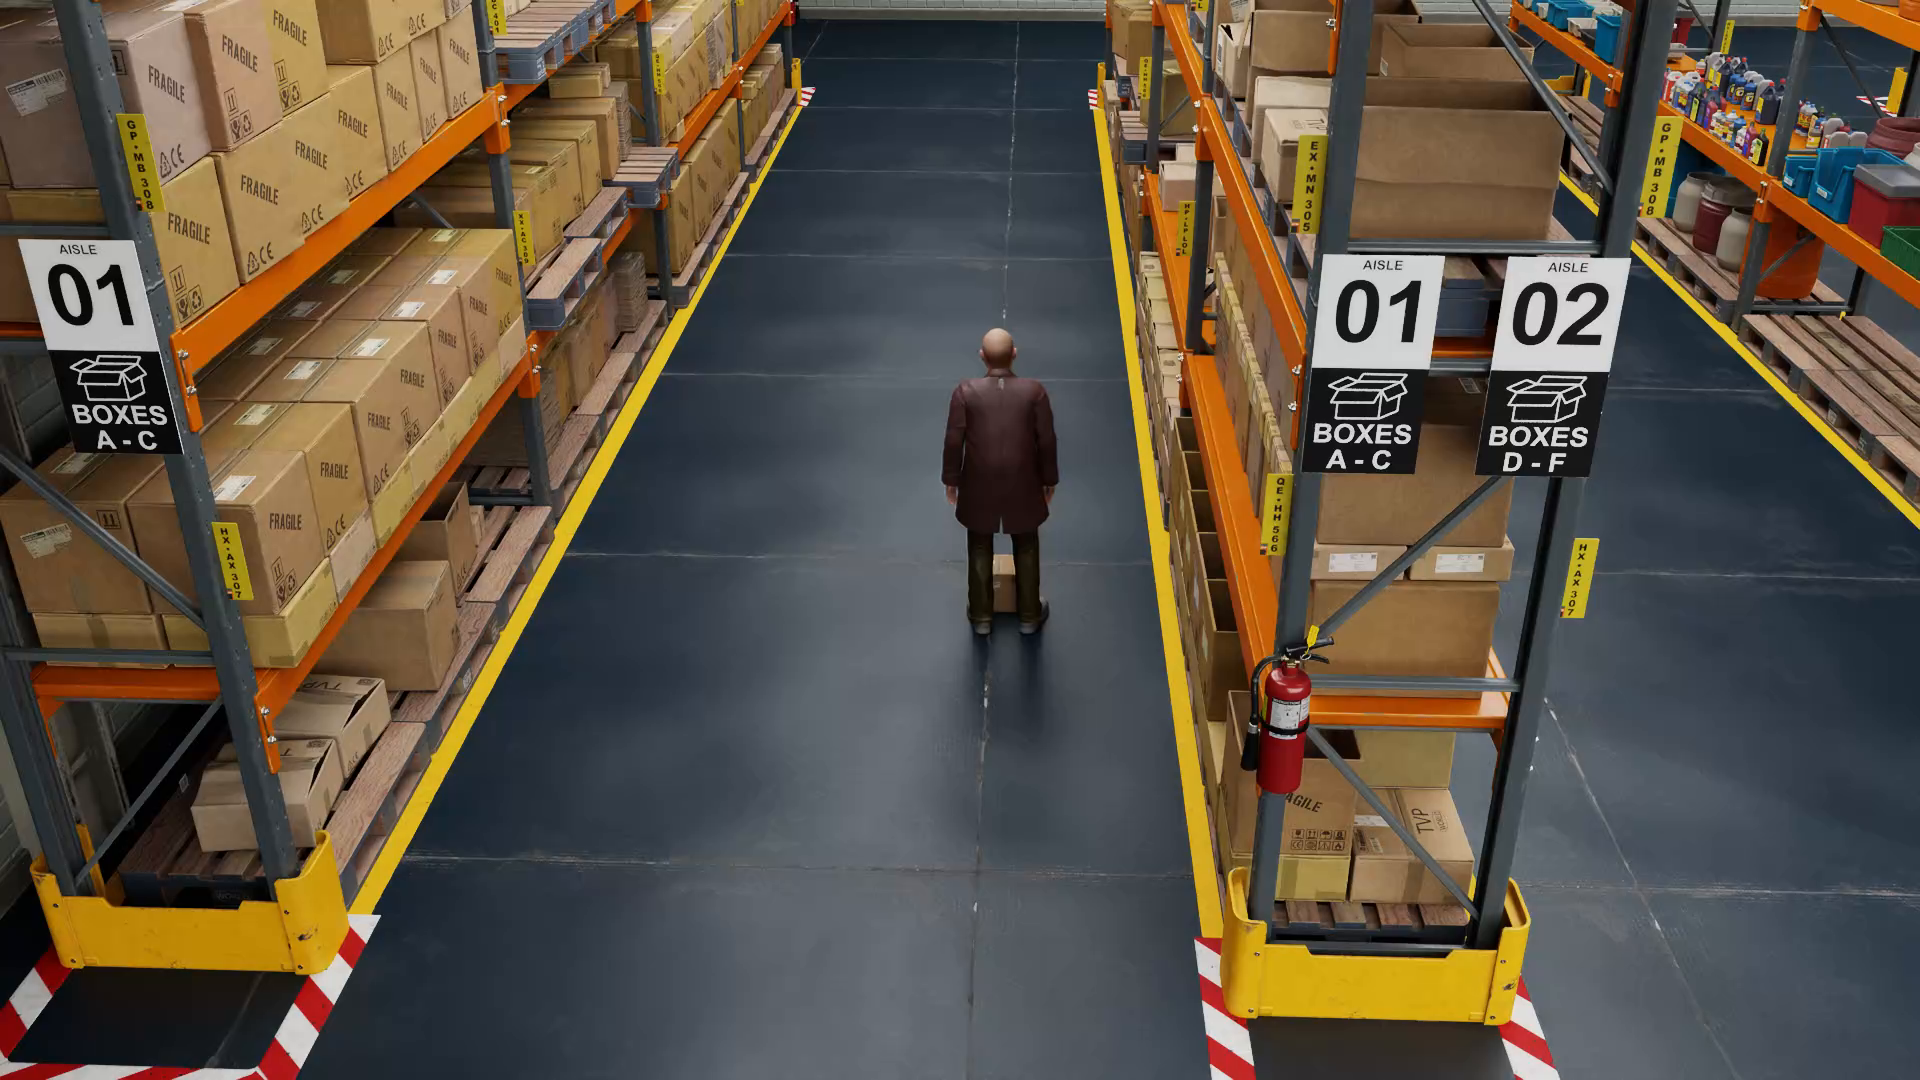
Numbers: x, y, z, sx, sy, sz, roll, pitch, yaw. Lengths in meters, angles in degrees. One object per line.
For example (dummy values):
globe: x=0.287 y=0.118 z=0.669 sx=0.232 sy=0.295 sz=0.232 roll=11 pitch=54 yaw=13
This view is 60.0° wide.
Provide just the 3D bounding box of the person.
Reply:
person: x=0.224 y=-0.311 z=9.231 sx=0.654 sy=1.774 sz=0.416 roll=1 pitch=28 yaw=1
